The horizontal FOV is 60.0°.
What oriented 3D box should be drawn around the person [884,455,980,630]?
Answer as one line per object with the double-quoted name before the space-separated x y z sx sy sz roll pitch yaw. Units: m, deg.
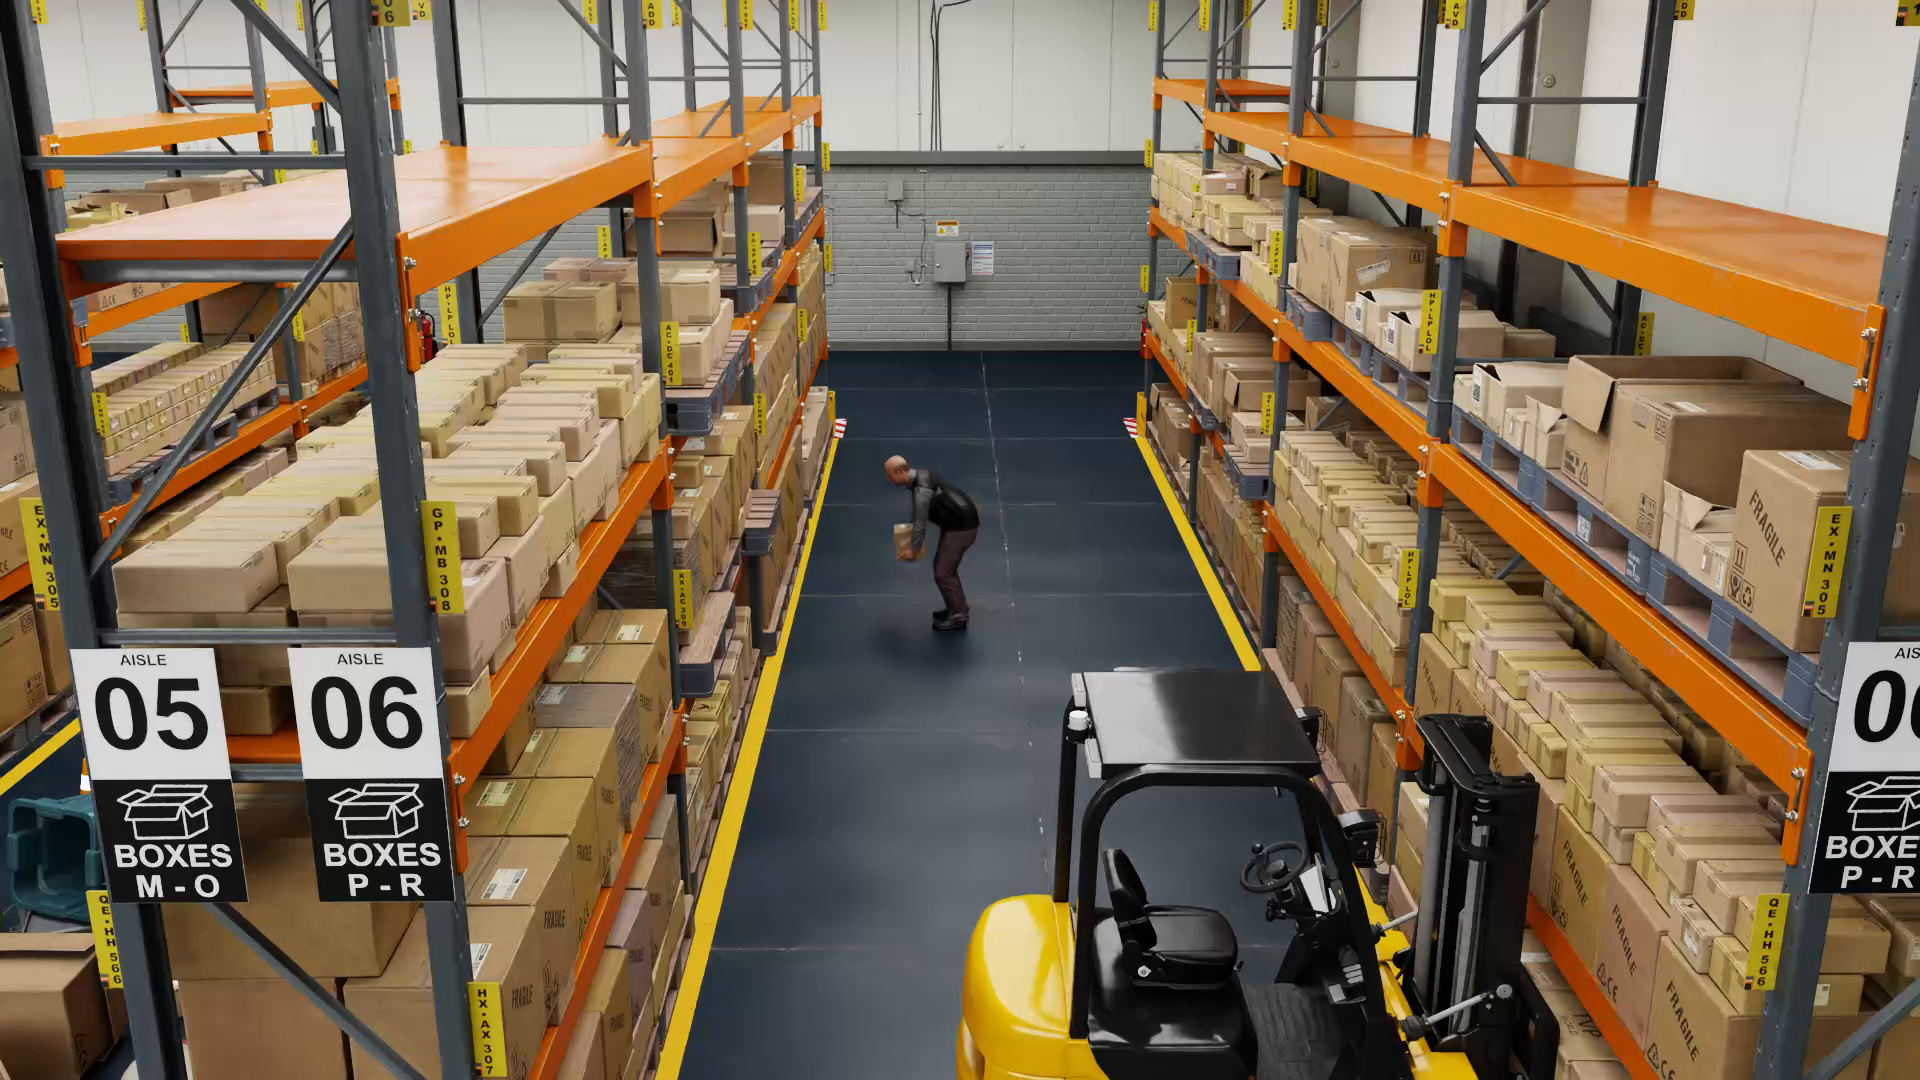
"person" -0.233 0.008 13.990 0.797 1.475 0.470 -1 17 -2
